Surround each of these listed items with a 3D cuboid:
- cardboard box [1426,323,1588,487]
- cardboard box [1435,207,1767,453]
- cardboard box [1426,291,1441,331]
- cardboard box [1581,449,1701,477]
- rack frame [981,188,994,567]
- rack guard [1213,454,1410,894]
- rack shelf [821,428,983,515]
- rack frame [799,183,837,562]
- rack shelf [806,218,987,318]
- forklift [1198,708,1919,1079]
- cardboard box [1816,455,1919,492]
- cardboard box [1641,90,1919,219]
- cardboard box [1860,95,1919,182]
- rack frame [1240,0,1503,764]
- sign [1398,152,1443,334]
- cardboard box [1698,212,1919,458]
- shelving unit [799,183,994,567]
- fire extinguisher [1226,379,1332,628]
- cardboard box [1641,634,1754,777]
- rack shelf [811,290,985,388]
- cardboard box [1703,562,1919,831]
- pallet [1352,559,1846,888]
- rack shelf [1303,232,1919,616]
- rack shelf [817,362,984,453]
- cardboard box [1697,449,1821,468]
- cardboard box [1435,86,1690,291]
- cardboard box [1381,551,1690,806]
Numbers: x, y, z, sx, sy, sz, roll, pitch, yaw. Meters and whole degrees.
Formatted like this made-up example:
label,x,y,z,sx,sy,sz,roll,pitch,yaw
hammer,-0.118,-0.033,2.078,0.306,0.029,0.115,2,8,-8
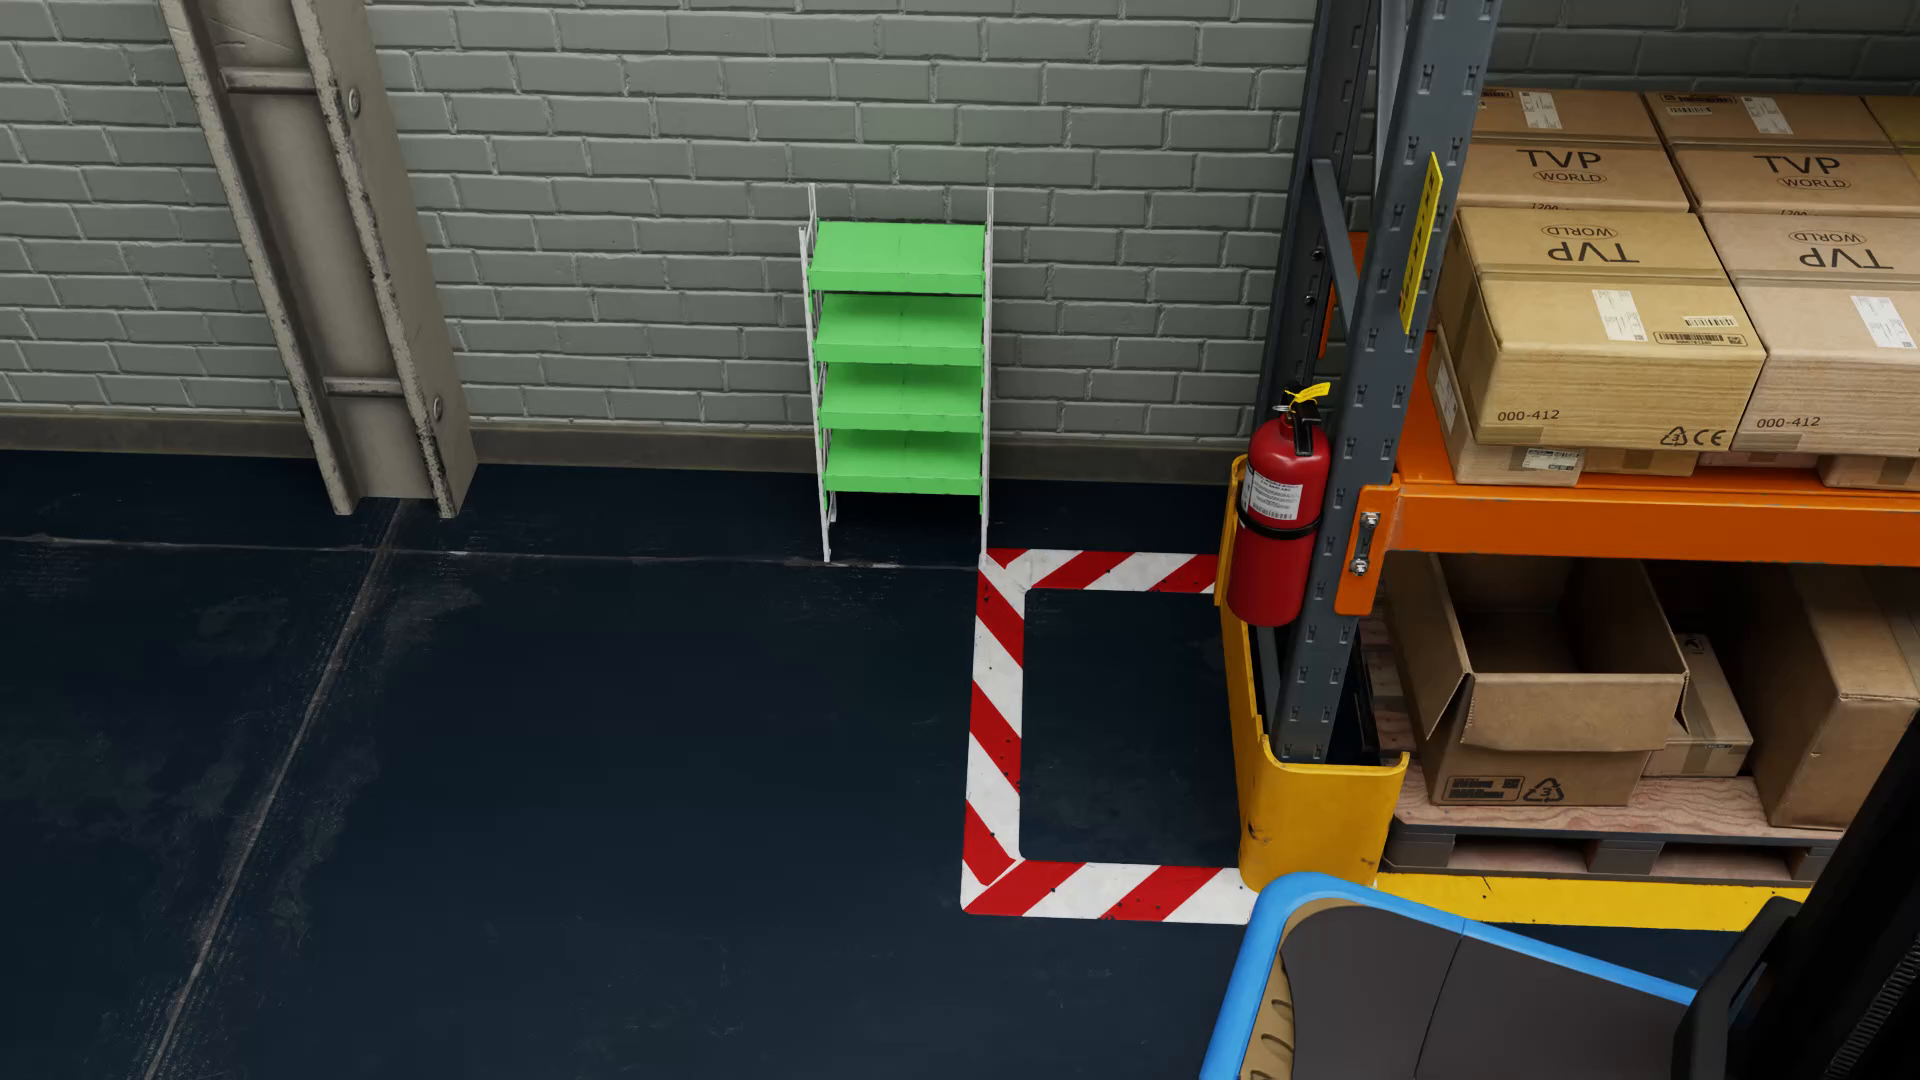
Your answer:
label,x,y,z,sx,sy,sz,roll,pitch,yaw
cardboard box,1.164,-0.293,3.549,0.250,0.149,0.380,1,43,2
cardboard box,1.289,-0.439,3.412,0.500,0.250,0.500,2,43,2
cardboard box,1.191,-0.663,3.945,0.250,0.149,0.380,1,43,1
cardboard box,1.420,-0.317,3.574,0.250,0.149,0.380,3,43,3
rack frame,0.078,-0.437,4.838,0.015,1.200,0.240,2,43,2
rack guard,0.924,0.335,4.524,0.348,0.500,1.175,2,43,2
rack shelf,-0.165,-0.222,5.054,0.480,0.148,0.258,2,43,2
rack frame,-0.409,-0.452,4.855,0.015,1.200,0.240,2,43,2
rack shelf,-0.166,-0.749,4.563,0.480,0.148,0.258,2,43,2
forklift,1.779,0.983,2.045,3.031,2.935,1.130,15,45,16
cardboard box,1.934,-0.283,3.538,0.250,0.149,0.380,3,43,3
cardboard box,1.834,-0.786,3.785,0.500,0.250,0.500,2,43,2
cardboard box,2.329,-0.768,3.765,0.500,0.250,0.500,3,43,3
rack frame,0.848,-0.582,3.674,0.127,3.000,1.000,2,43,2
sign,0.823,-0.529,2.983,0.005,0.325,0.100,2,43,2
cardboard box,1.792,-0.423,3.396,0.500,0.250,0.500,2,43,2
shelving unit,-0.165,-0.444,4.846,0.503,1.200,0.258,2,43,2
fire extinguisher,0.680,-0.107,3.495,0.183,0.674,0.296,2,43,2
cardboard box,1.877,0.430,4.371,0.250,0.149,0.380,0,43,0
rack shelf,-0.166,-0.573,4.726,0.480,0.148,0.258,2,43,2
cardboard box,2.307,0.315,4.237,0.500,0.500,0.700,3,43,4
pallet,1.720,0.464,4.597,1.213,0.211,1.003,2,43,2
rack shelf,2.846,-0.258,3.854,4.000,0.370,1.077,2,43,2
rack shelf,-0.165,-0.397,4.890,0.480,0.148,0.258,2,43,2
cardboard box,1.684,-0.333,3.591,0.250,0.149,0.380,1,43,1
cardboard box,1.319,-0.803,3.803,0.500,0.250,0.500,3,43,3
cardboard box,1.454,0.261,4.293,0.637,0.503,0.797,0,43,0
